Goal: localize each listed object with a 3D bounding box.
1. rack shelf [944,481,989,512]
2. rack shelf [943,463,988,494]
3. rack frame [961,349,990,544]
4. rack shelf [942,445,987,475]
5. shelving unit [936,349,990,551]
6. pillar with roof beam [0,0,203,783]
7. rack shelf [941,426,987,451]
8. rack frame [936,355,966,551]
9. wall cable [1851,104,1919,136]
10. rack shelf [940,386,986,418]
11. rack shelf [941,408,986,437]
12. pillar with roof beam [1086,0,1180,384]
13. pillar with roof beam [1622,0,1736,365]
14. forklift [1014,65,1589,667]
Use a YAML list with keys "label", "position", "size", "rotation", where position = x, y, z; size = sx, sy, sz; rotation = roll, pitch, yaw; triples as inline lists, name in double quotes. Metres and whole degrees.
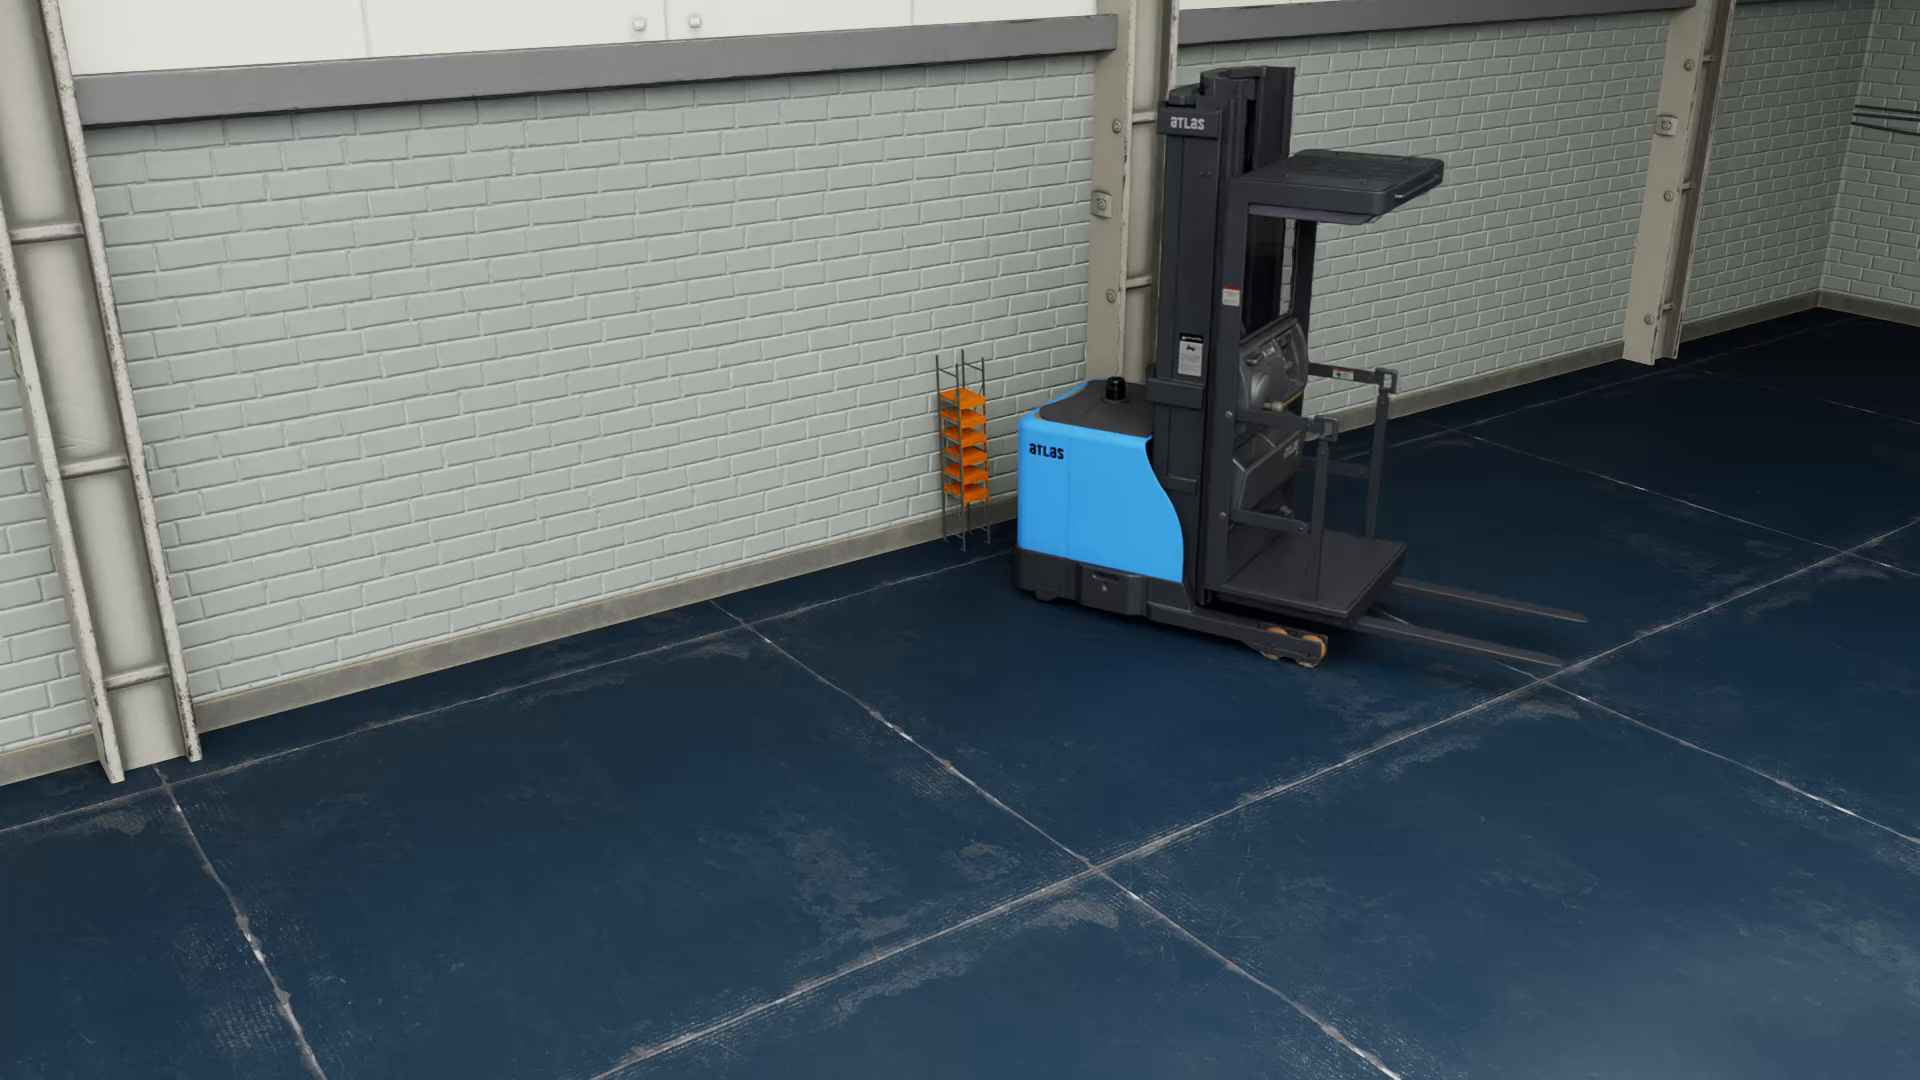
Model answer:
- label: "rack shelf"
  position: [0.031, -0.278, 10.232]
  size: [0.180, 0.103, 0.258]
  rotation: [-16, 27, -29]
- label: "rack shelf"
  position: [0.027, -0.389, 10.184]
  size: [0.180, 0.103, 0.258]
  rotation: [-16, 27, -29]
- label: "rack frame"
  position: [0.097, -0.562, 10.165]
  size: [0.006, 1.200, 0.240]
  rotation: [-16, 27, -29]
- label: "rack shelf"
  position: [0.022, -0.499, 10.137]
  size: [0.180, 0.103, 0.258]
  rotation: [-16, 27, -29]
- label: "shelving unit"
  position: [0.021, -0.540, 10.120]
  size: [0.189, 1.200, 0.258]
  rotation: [-16, 27, -29]
- label: "pillar with roof beam"
  position: [-1.295, -1.859, 2.914]
  size: [0.400, 9.000, 9.100]
  rotation: [-15, 26, -33]
- label: "rack shelf"
  position: [0.018, -0.609, 10.090]
  size: [0.180, 0.103, 0.258]
  rotation: [-16, 27, -29]
- label: "rack frame"
  position: [-0.056, -0.517, 10.075]
  size: [0.006, 1.200, 0.240]
  rotation: [-16, 27, -29]
- label: "wall cable"
  position: [9.096, -4.549, 13.845]
  size: [0.112, 2.526, 3.097]
  rotation: [-15, 26, -33]
- label: "rack shelf"
  position: [0.009, -0.830, 9.996]
  size: [0.180, 0.103, 0.258]
  rotation: [-16, 27, -29]
- label: "rack shelf"
  position: [0.013, -0.719, 10.043]
  size: [0.180, 0.103, 0.258]
  rotation: [-16, 27, -29]
- label: "pillar with roof beam"
  position: [3.576, -3.158, 6.168]
  size: [0.400, 9.000, 9.100]
  rotation: [-15, 26, -33]
- label: "pillar with roof beam"
  position: [8.446, -4.457, 9.423]
  size: [0.400, 9.000, 9.100]
  rotation: [-15, 26, -33]
- label: "forklift"
  position: [1.843, -0.919, 8.746]
  size: [3.031, 2.935, 1.130]
  rotation: [12, 25, 28]
